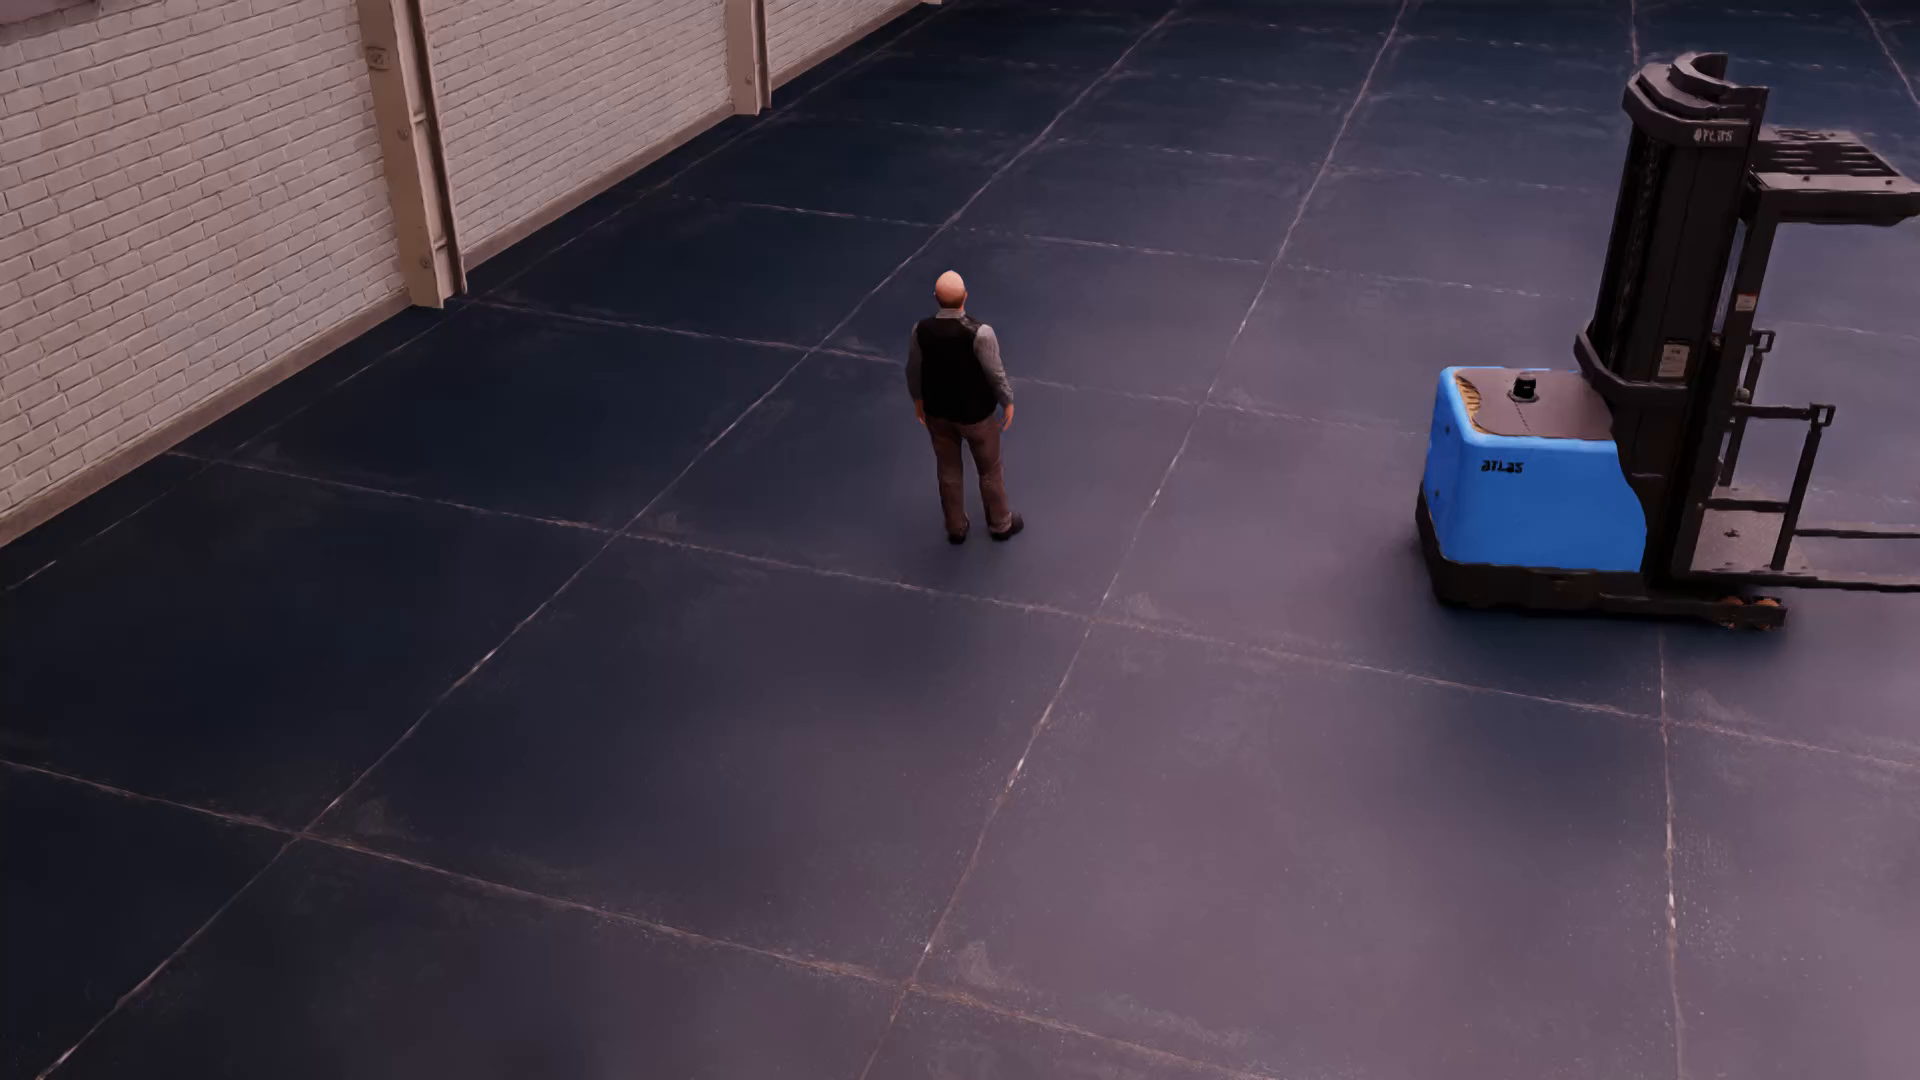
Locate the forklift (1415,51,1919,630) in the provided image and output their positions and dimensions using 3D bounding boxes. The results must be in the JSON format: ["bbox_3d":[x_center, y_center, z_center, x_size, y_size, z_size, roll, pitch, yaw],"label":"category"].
[{"bbox_3d":[4.248,-1.055,8.987,3.031,2.935,1.130,3,30,5],"label":"forklift"}]

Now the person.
[{"bbox_3d":[0.028,-0.782,9.715,0.632,1.720,0.567,10,31,16],"label":"person"}]
